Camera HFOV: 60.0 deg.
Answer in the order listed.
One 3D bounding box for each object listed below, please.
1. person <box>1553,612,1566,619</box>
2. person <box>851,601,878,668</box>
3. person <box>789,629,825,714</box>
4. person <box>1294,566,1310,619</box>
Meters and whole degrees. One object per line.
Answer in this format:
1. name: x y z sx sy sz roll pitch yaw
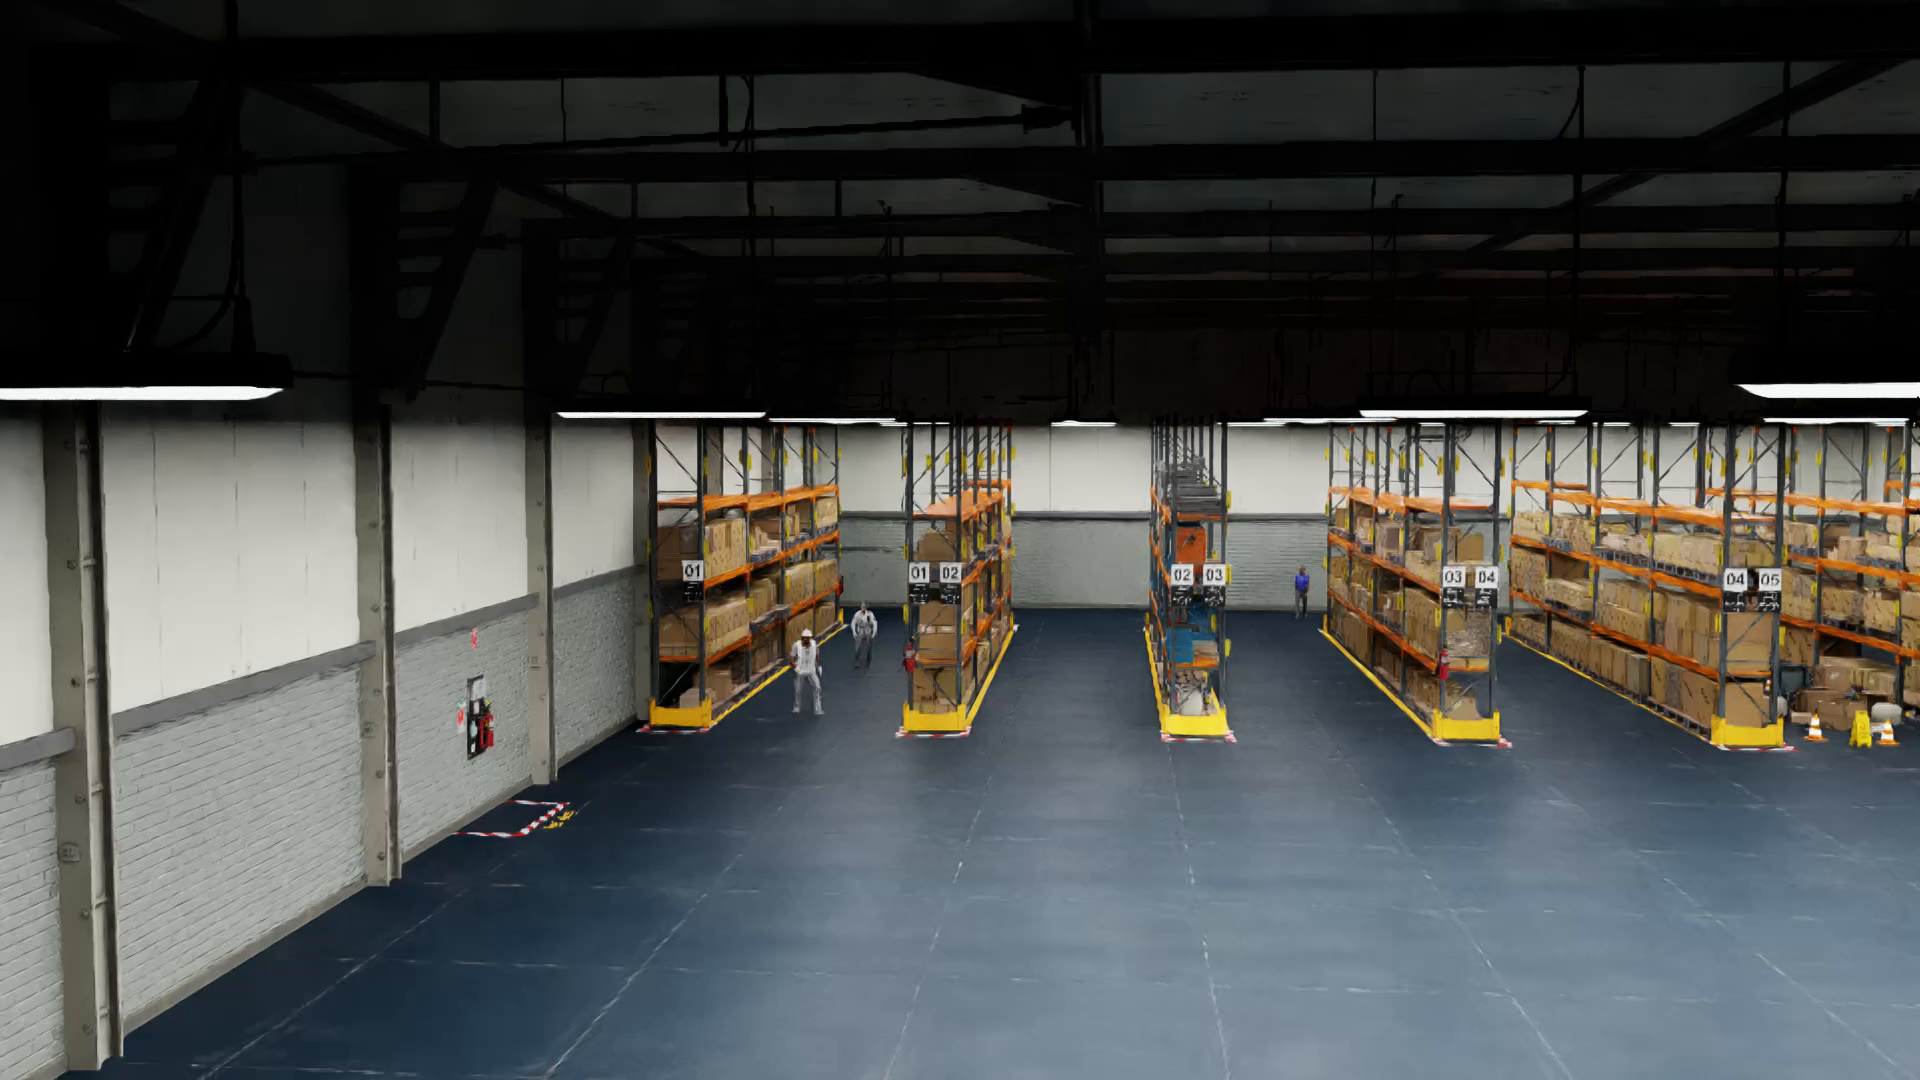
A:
1. person: 16.914 1.708 46.891 0.492 1.722 0.586 0 4 -2
2. person: -2.286 2.243 39.720 0.639 1.632 0.512 0 4 3
3. person: -3.081 2.620 33.202 0.691 1.728 0.751 -1 4 -16
4. person: 10.263 1.557 49.914 0.434 1.587 0.989 1 4 14
